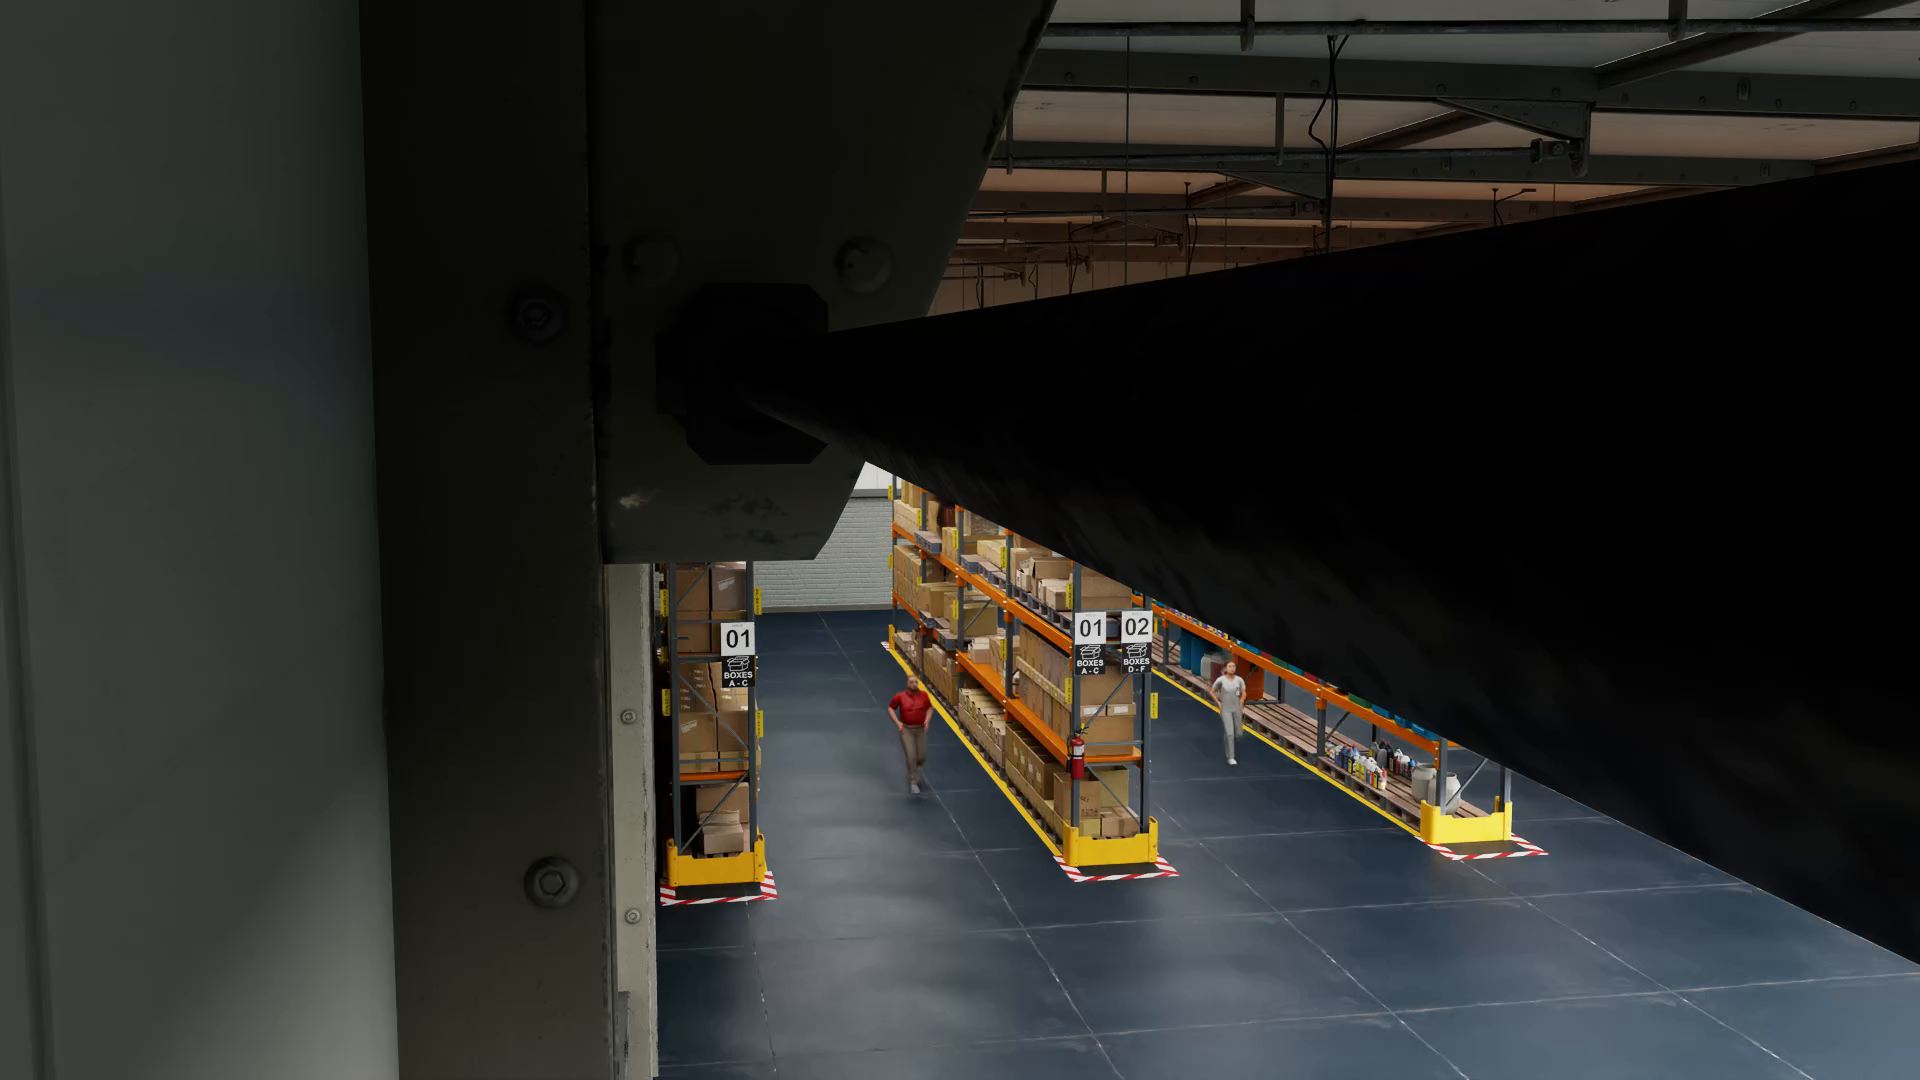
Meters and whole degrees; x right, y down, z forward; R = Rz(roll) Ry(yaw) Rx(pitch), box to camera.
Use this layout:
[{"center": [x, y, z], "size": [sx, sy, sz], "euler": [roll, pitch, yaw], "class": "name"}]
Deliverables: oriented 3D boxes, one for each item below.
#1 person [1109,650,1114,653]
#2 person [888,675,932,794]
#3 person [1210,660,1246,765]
[{"center": [2.582, 2.176, 30.464], "size": [0.648, 1.855, 0.719], "euler": [-2, 6, -15], "class": "person"}, {"center": [-0.725, 2.840, 24.599], "size": [0.672, 1.705, 0.703], "euler": [-2, 6, -17], "class": "person"}, {"center": [4.241, 2.690, 26.206], "size": [0.569, 1.625, 0.668], "euler": [-1, 6, -8], "class": "person"}]
